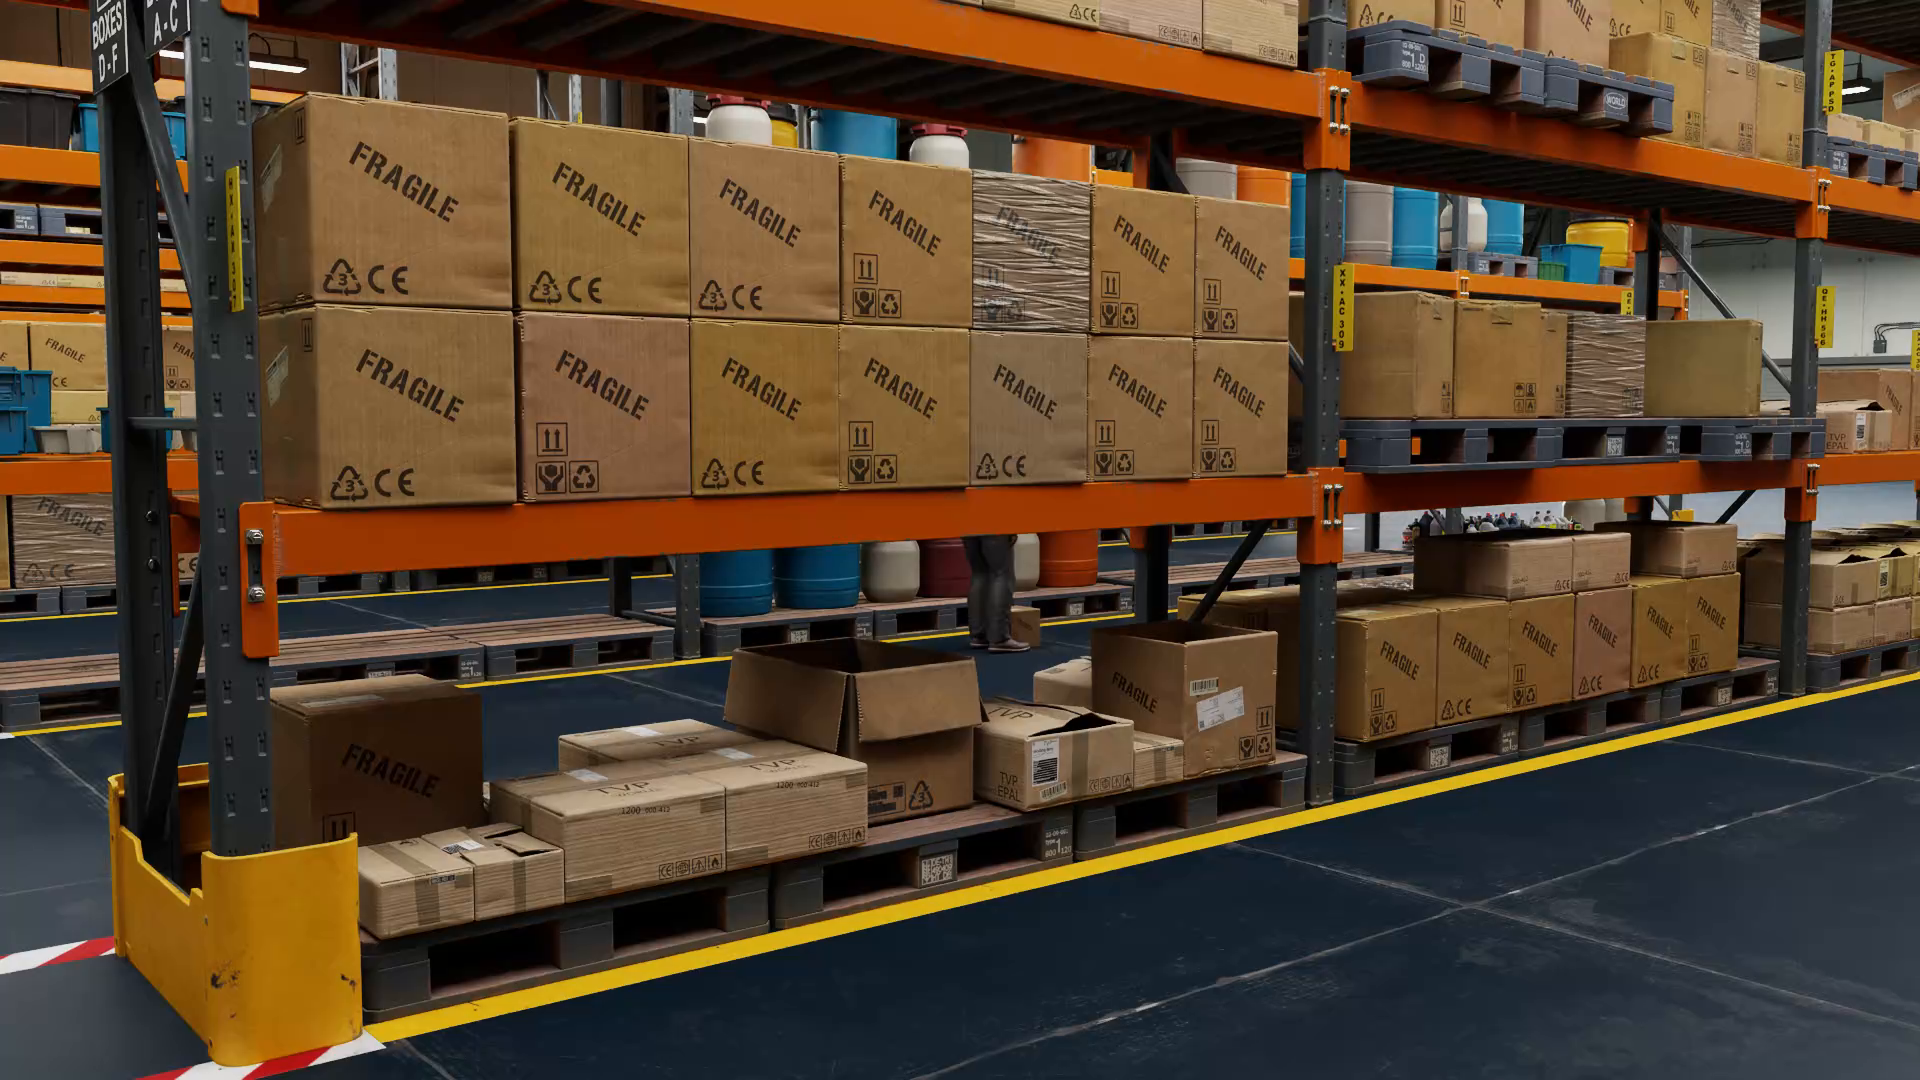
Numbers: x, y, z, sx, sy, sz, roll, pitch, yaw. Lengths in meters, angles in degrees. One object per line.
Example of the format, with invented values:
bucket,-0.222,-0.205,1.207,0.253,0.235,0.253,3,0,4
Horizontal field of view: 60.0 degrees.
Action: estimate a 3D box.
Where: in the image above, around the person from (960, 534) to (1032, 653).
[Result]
person,0.185,-0.112,10.738,0.352,1.654,0.532,-4,6,-43
